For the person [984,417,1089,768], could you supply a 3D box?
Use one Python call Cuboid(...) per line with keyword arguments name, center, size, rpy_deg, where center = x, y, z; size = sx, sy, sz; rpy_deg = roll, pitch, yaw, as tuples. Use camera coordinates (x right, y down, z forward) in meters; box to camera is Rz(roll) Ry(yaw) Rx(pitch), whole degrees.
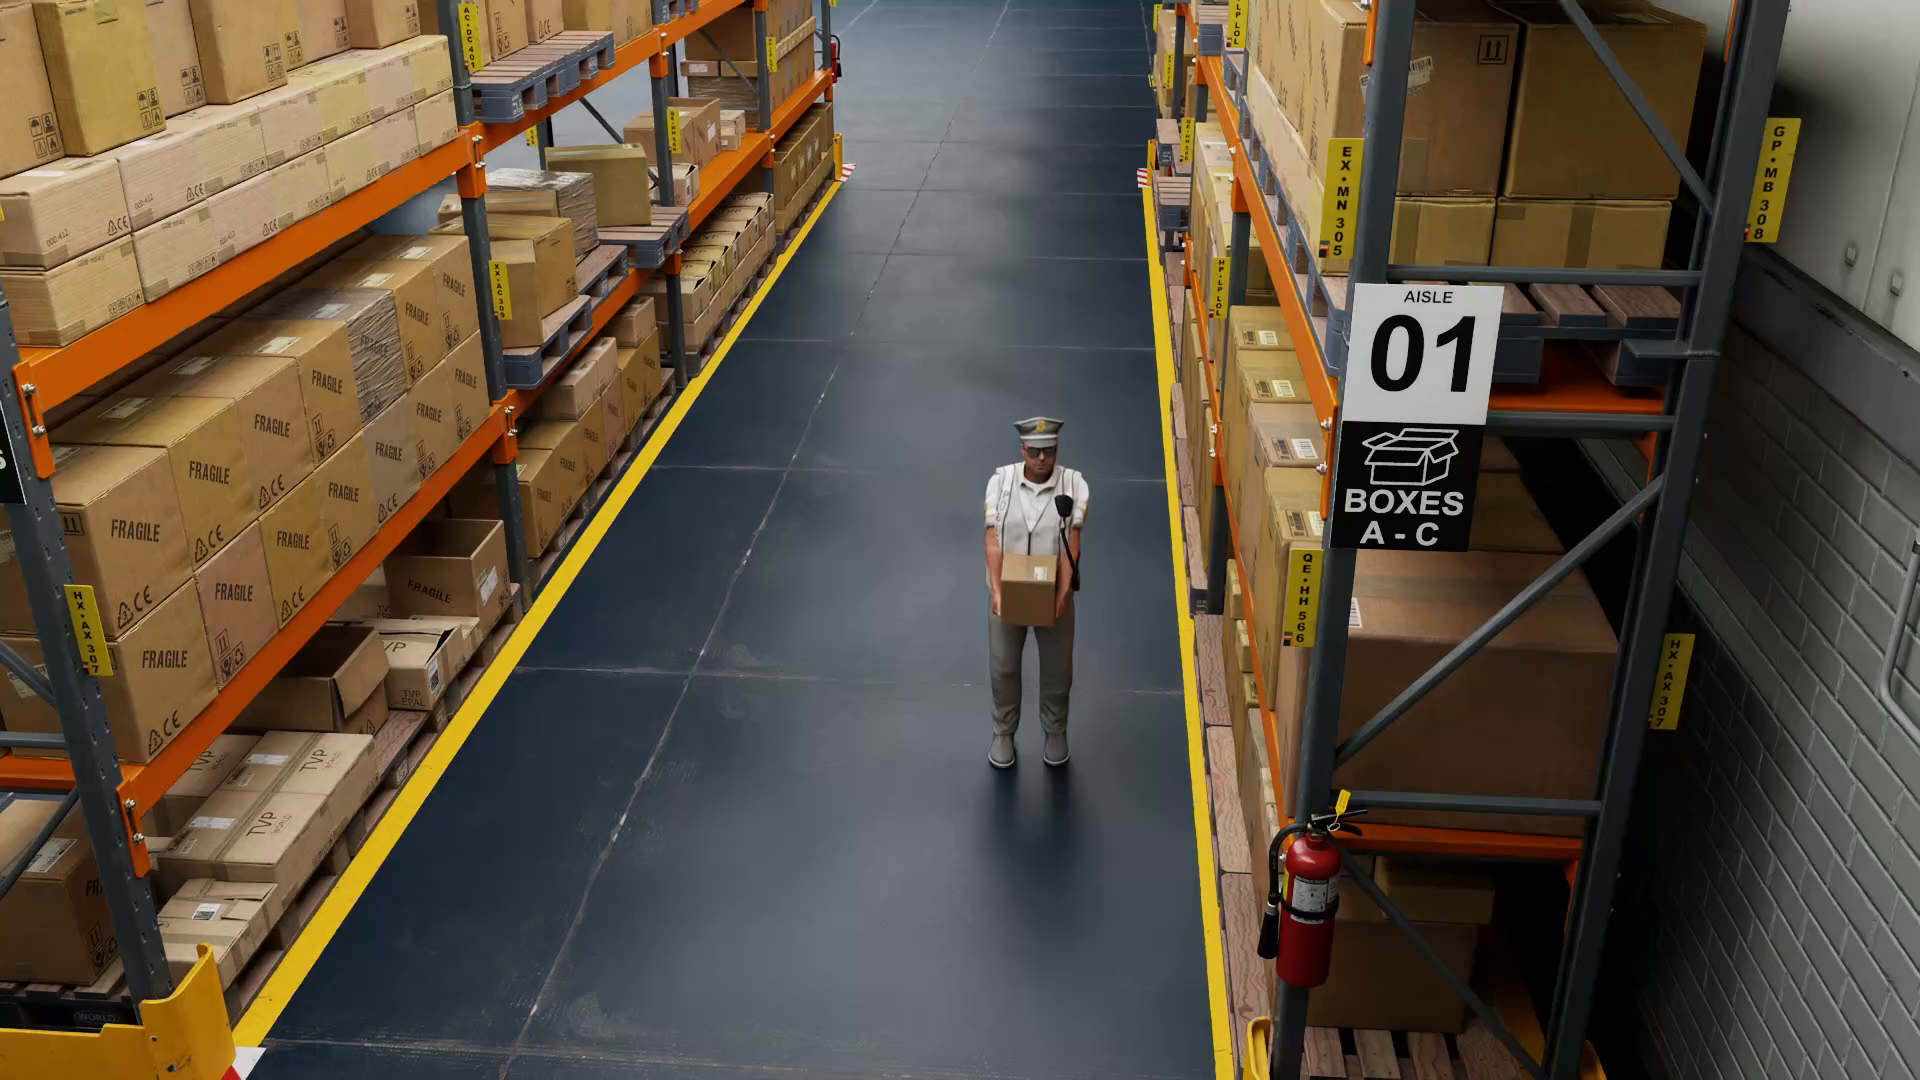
Cuboid(name="person", center=(0.354, 0.269, 7.985), size=(0.493, 1.770, 0.558), rpy_deg=(2, 24, 5))
